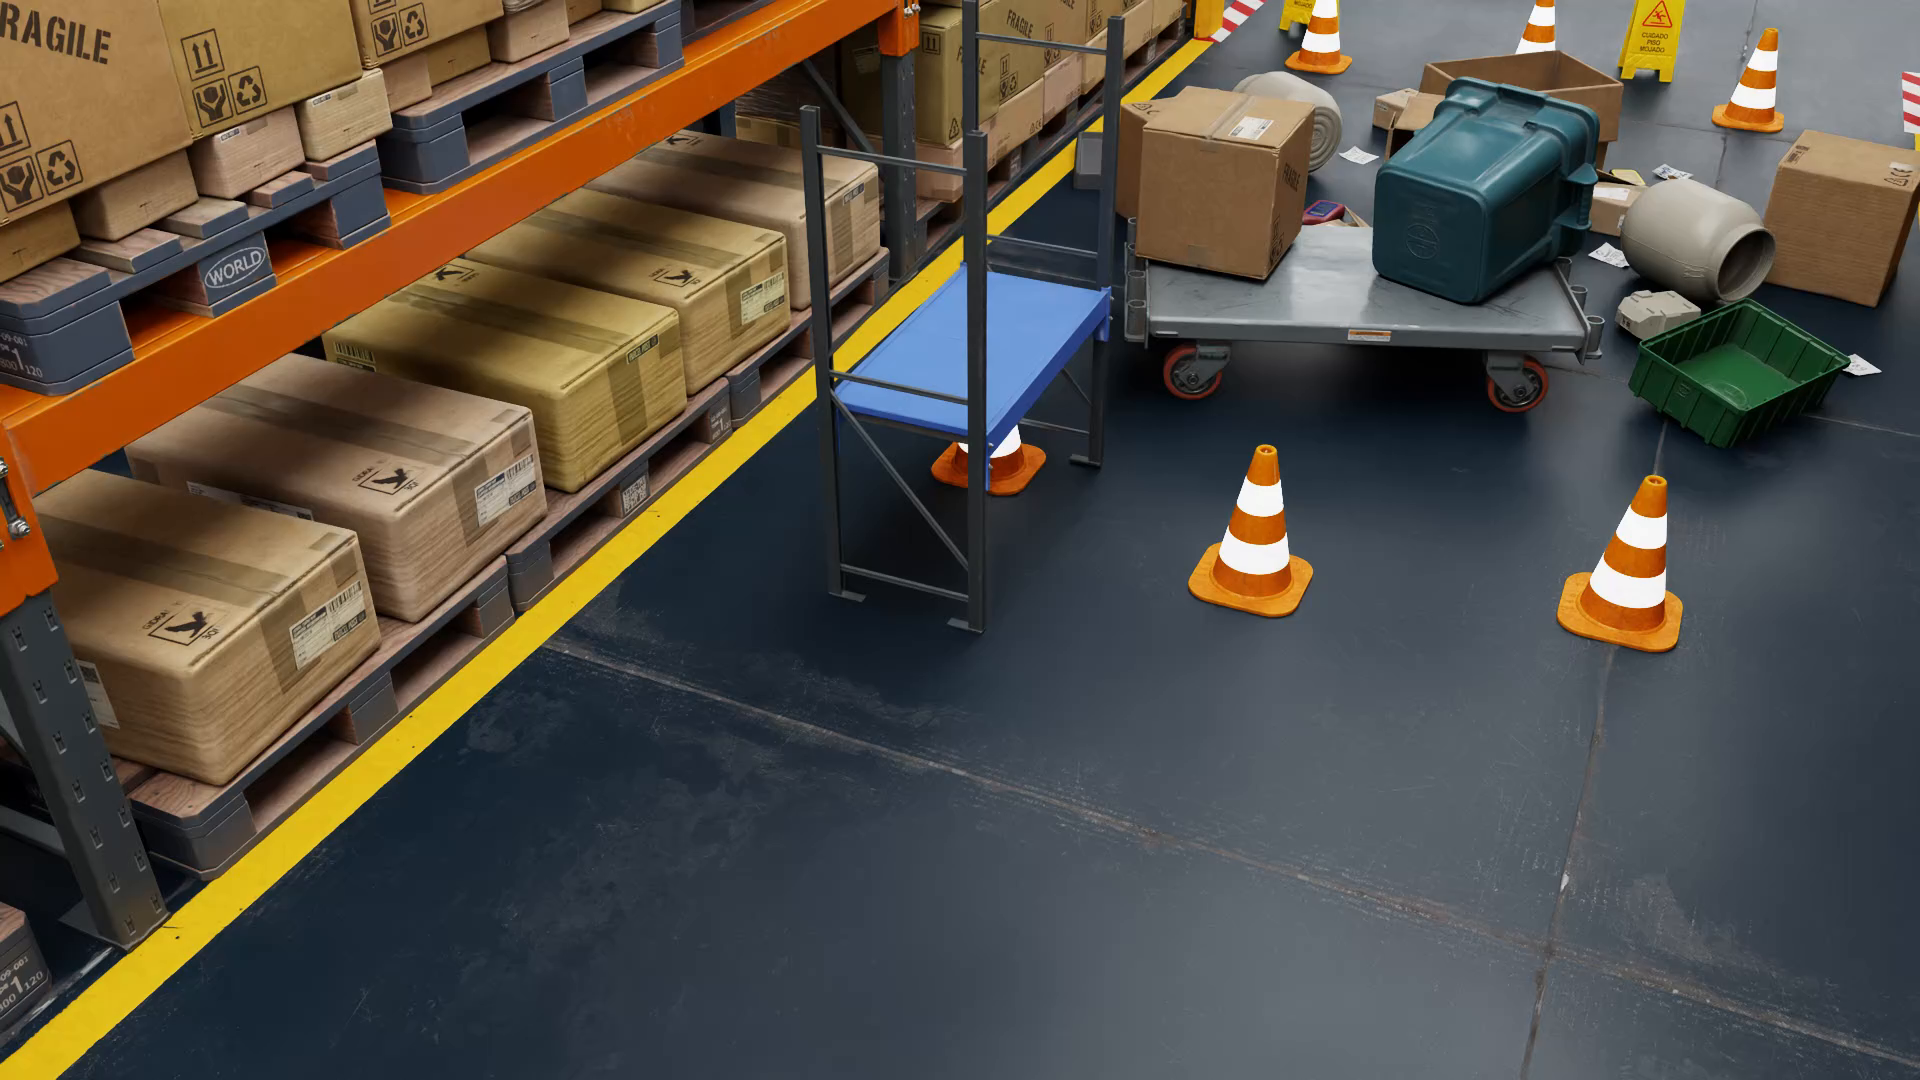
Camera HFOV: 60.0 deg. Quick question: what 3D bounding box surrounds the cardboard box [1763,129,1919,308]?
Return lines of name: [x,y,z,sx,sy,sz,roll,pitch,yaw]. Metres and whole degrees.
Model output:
cardboard box: [3.601,-1.324,6.811,0.500,0.500,0.500,21,39,28]

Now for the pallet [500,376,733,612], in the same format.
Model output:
pallet: [-1.488,-0.281,5.486,1.003,0.211,1.213,14,36,20]

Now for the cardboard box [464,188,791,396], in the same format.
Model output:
cardboard box: [-1.170,-0.901,5.902,0.950,0.372,0.625,16,37,23]

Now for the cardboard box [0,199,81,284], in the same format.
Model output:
cardboard box: [-2.023,-0.642,3.340,0.380,0.149,0.250,12,35,18]

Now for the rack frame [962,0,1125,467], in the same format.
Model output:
rack frame: [0.245,-0.932,5.277,0.500,1.500,0.032,14,36,20]

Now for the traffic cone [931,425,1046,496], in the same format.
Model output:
traffic cone: [0.098,-0.445,5.507,0.336,0.463,0.334,14,36,20]

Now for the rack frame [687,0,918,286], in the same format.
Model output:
rack frame: [-0.655,-2.445,6.243,1.000,3.000,0.127,14,36,20]

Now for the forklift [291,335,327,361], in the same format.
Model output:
forklift: [-3.099,-2.510,6.404,1.130,2.935,3.031,-8,34,-12]

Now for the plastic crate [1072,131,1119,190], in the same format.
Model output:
plastic crate: [0.747,-1.818,7.949,0.402,0.080,0.583,3,33,4]

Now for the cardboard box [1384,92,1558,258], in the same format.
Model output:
cardboard box: [2.200,-1.526,6.995,0.797,0.637,0.503,14,36,20]

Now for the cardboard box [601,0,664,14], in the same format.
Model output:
cardboard box: [-1.059,-1.691,4.939,0.380,0.149,0.250,14,36,20]

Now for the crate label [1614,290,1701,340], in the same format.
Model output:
crate label: [2.708,-0.863,6.441,0.298,0.136,0.250,-9,34,-13]

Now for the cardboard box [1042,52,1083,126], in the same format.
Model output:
cardboard box: [0.270,-2.236,8.049,0.500,0.250,0.500,14,36,20]

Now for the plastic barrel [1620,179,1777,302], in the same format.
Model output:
plastic barrel: [2.965,-1.199,6.692,0.421,0.421,0.512,-15,36,-21]

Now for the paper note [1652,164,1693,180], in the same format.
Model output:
paper note: [3.376,-1.739,7.875,0.144,0.017,0.142,29,43,36]

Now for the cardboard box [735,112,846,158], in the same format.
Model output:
cardboard box: [-0.652,-1.827,7.425,0.500,0.250,0.500,16,36,23]

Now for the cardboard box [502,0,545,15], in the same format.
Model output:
cardboard box: [-1.286,-1.740,4.422,0.500,0.500,0.500,13,35,19]

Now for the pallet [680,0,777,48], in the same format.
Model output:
pallet: [-1.107,-2.017,5.766,1.003,0.211,1.213,14,36,20]

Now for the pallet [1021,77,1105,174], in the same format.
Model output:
pallet: [0.103,-2.231,8.460,1.003,0.211,1.213,14,36,20]

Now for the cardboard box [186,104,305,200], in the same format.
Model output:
cardboard box: [-1.718,-0.901,3.735,0.380,0.149,0.250,12,35,17]

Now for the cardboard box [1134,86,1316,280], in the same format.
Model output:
cardboard box: [0.974,-1.323,6.121,0.500,0.500,0.500,14,36,20]

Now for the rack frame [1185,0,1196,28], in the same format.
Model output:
rack frame: [1.019,-4.437,9.281,1.000,3.000,0.127,14,36,20]

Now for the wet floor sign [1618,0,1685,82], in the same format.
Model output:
wet floor sign: [3.771,-2.836,8.986,0.267,0.644,0.232,8,34,12]

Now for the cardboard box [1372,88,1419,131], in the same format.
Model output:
cardboard box: [2.305,-2.129,8.361,0.250,0.149,0.380,-21,39,-29]

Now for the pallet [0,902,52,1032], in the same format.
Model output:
pallet: [-2.727,1.089,3.397,1.003,0.211,1.213,14,36,20]

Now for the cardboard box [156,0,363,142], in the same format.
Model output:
cardboard box: [-1.718,-1.227,3.640,0.500,0.500,0.500,16,37,23]

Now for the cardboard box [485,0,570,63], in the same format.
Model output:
cardboard box: [-1.303,-1.436,4.551,0.380,0.149,0.250,15,36,22]

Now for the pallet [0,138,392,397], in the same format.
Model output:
pallet: [-2.127,-0.752,3.836,1.213,0.211,1.003,14,36,20]

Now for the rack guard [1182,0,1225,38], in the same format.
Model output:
rack guard: [0.987,-3.354,9.909,1.175,0.500,0.348,14,36,20]

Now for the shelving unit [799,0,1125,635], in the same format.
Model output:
shelving unit: [0.041,-0.671,4.892,0.538,1.500,1.048,14,36,20]

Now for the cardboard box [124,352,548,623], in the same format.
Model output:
cardboard box: [-1.781,-0.178,4.799,0.950,0.372,0.625,13,36,20]

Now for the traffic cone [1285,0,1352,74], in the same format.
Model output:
traffic cone: [2.010,-2.866,9.199,0.336,0.463,0.334,14,36,20]

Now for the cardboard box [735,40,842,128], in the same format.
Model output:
cardboard box: [-0.651,-2.140,7.219,0.500,0.500,0.500,14,36,20]

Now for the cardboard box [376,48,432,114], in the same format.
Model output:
cardboard box: [-1.554,-1.171,4.147,0.380,0.149,0.250,16,37,23]

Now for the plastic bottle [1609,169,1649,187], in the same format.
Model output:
plastic bottle: [3.099,-1.636,7.690,0.133,0.061,0.283,3,33,4]

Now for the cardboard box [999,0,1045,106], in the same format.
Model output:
cardboard box: [0.051,-2.285,7.440,0.500,0.500,0.500,16,36,22]

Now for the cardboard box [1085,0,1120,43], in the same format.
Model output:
cardboard box: [0.488,-2.807,8.236,0.500,0.500,0.500,13,36,19]

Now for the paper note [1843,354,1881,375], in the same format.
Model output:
paper note: [3.342,-0.661,6.229,0.147,0.020,0.142,-9,34,-13]

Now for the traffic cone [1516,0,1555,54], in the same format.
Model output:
traffic cone: [3.161,-2.781,9.069,0.336,0.463,0.334,14,36,20]

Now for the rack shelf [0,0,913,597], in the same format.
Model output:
rack shelf: [-1.492,-1.148,4.921,1.077,0.370,4.000,14,36,20]

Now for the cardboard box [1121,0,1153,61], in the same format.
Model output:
cardboard box: [0.701,-2.742,8.821,0.500,0.250,0.500,14,36,21]

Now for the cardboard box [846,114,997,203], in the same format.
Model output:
cardboard box: [-0.163,-1.702,7.235,0.500,0.250,0.500,13,35,18]
